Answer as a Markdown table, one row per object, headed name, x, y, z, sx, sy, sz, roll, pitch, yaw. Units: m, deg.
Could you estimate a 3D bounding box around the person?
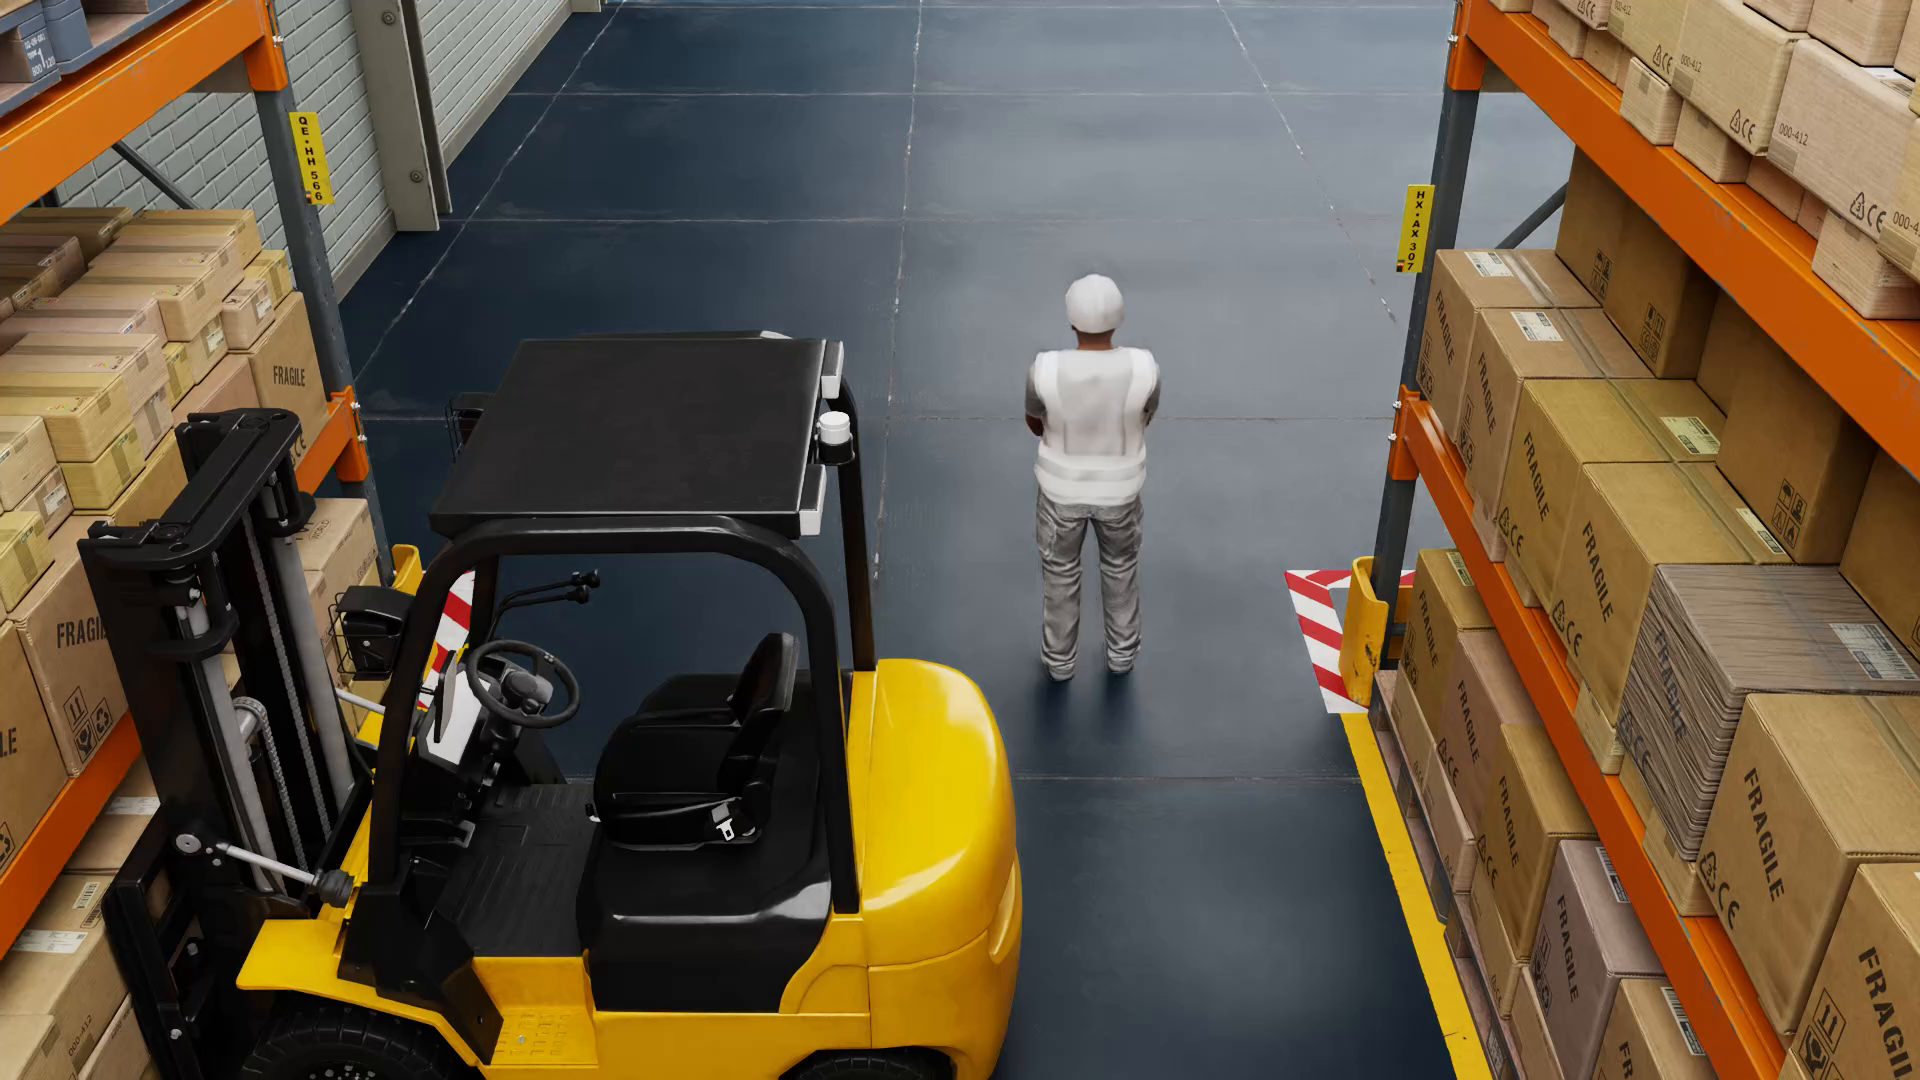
| name | x | y | z | sx | sy | sz | roll | pitch | yaw |
| --- | --- | --- | --- | --- | --- | --- | --- | --- | --- |
| person | 0.499 | -0.259 | 6.538 | 0.510 | 1.788 | 0.558 | 0 | 31 | 0 |
